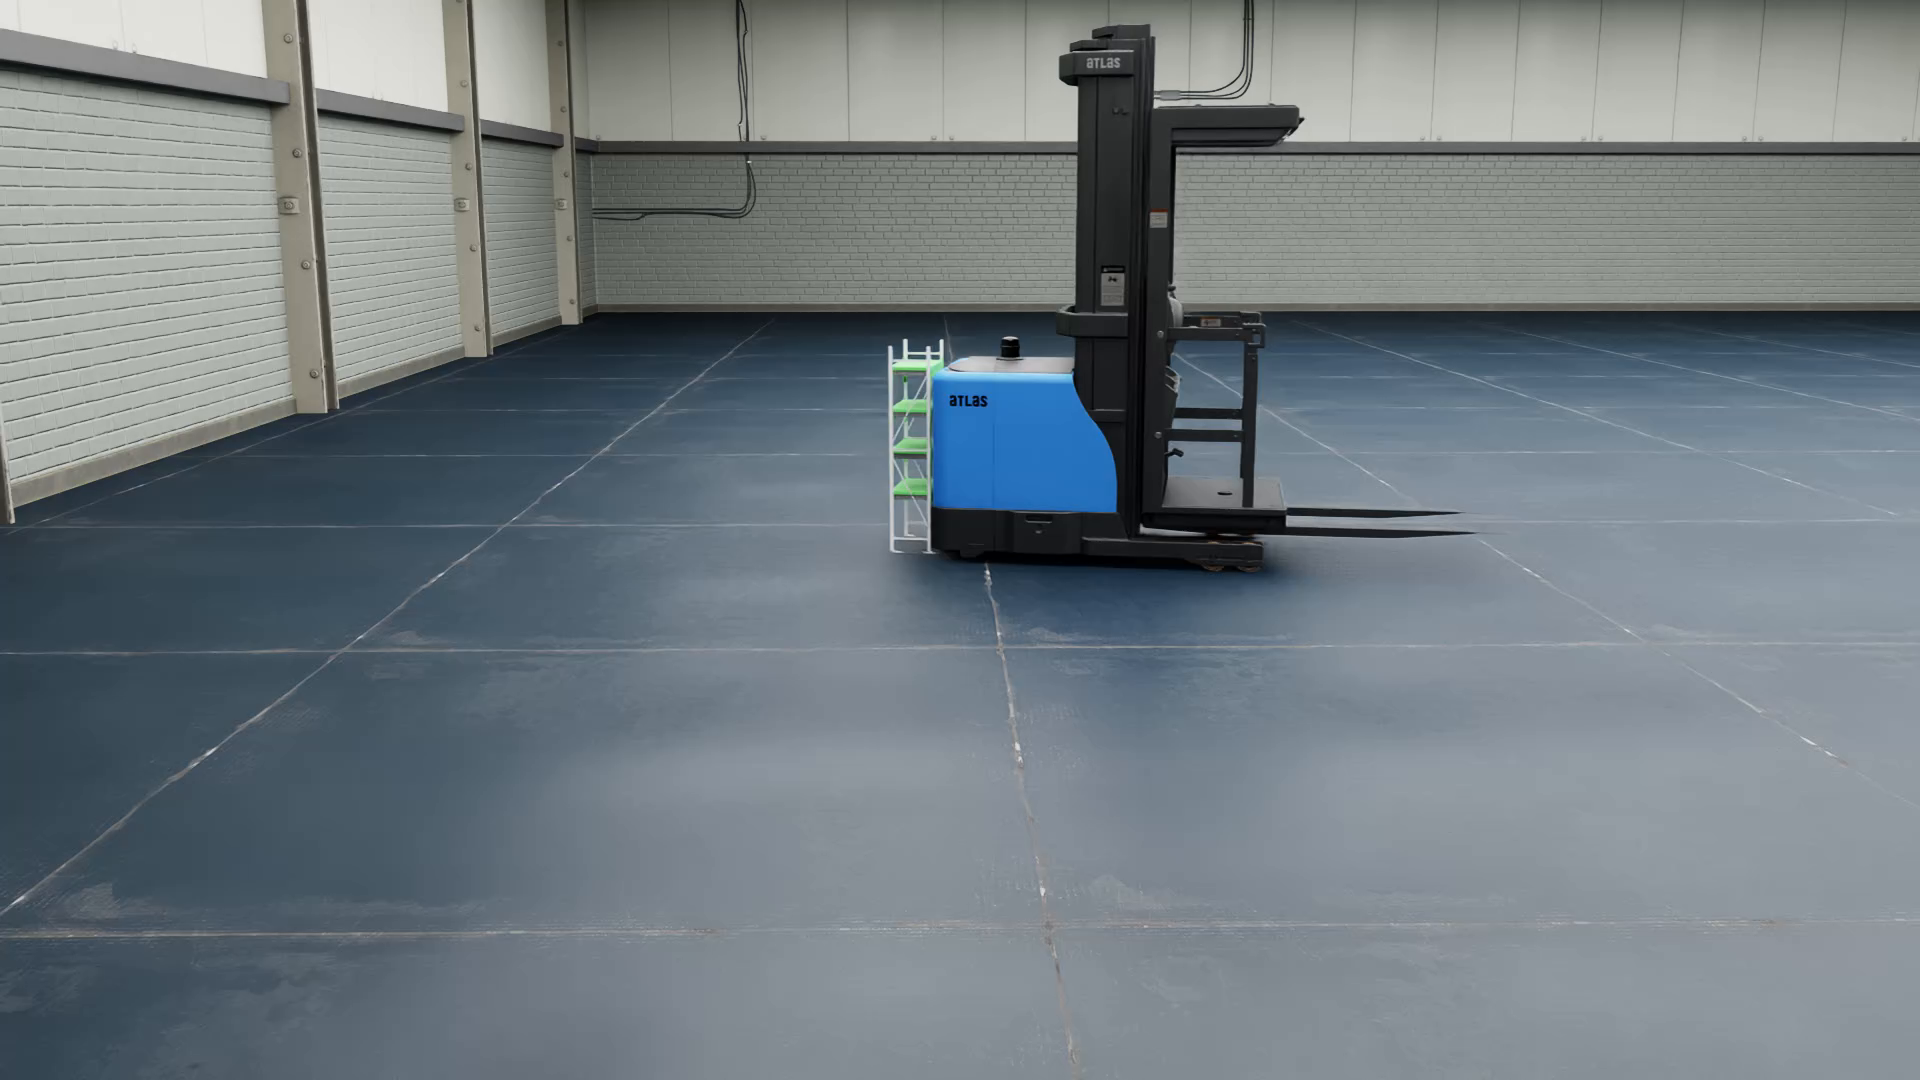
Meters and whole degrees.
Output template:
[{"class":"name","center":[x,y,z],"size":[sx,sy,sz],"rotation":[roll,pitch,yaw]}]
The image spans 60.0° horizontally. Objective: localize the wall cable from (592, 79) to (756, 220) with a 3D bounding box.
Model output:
[{"class":"wall cable","center":[-5.298,-7.133,30.397],"size":[3.097,2.526,0.112],"rotation":[0,11,-1]}]

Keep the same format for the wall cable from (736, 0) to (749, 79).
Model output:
[{"class":"wall cable","center":[-2.593,-9.620,29.950],"size":[3.097,2.526,0.112],"rotation":[0,11,-1]}]

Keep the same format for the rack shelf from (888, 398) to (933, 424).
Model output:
[{"class":"rack shelf","center":[-0.253,-0.735,9.776],"size":[0.258,0.148,0.480],"rotation":[2,12,8]}]

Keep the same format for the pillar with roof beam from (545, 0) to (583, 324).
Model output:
[{"class":"pillar with roof beam","center":[-2.255,-8.082,27.262],"size":[9.100,9.000,0.400],"rotation":[0,11,-1]}]

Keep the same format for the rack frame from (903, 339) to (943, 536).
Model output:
[{"class":"rack frame","center":[-0.219,-0.610,10.048],"size":[0.240,1.200,0.015],"rotation":[2,12,8]}]

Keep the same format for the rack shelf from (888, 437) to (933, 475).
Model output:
[{"class":"rack shelf","center":[-0.253,-0.499,9.824],"size":[0.258,0.148,0.480],"rotation":[2,12,8]}]

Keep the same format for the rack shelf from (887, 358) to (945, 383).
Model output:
[{"class":"rack shelf","center":[-0.253,-0.970,9.729],"size":[0.258,0.148,0.480],"rotation":[2,12,8]}]

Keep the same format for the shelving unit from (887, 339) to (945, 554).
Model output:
[{"class":"shelving unit","center":[-0.253,-0.562,9.811],"size":[0.258,1.200,0.503],"rotation":[2,12,8]}]

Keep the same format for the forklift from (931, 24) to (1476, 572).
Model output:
[{"class":"forklift","center":[1.395,-1.371,9.445],"size":[3.031,2.935,1.130],"rotation":[2,12,8]}]

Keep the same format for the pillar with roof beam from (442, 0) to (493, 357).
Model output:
[{"class":"pillar with roof beam","center":[-2.131,-6.889,21.383],"size":[9.100,9.000,0.400],"rotation":[0,11,-1]}]

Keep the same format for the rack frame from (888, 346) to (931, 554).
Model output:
[{"class":"rack frame","center":[-0.288,-0.514,9.575],"size":[0.240,1.200,0.015],"rotation":[2,12,8]}]

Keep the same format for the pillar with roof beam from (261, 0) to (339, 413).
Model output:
[{"class":"pillar with roof beam","center":[-2.007,-5.696,15.504],"size":[9.100,9.000,0.400],"rotation":[0,11,-1]}]

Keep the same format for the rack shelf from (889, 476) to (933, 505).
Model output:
[{"class":"rack shelf","center":[-0.253,-0.264,9.872],"size":[0.258,0.148,0.480],"rotation":[2,12,8]}]

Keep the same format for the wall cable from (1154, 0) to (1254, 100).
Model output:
[{"class":"wall cable","center":[4.194,-10.358,29.927],"size":[2.305,6.003,0.169],"rotation":[0,11,-1]}]

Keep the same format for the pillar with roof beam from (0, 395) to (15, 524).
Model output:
[{"class":"pillar with roof beam","center":[-1.883,-4.504,9.626],"size":[9.100,9.000,0.400],"rotation":[0,11,-1]}]
